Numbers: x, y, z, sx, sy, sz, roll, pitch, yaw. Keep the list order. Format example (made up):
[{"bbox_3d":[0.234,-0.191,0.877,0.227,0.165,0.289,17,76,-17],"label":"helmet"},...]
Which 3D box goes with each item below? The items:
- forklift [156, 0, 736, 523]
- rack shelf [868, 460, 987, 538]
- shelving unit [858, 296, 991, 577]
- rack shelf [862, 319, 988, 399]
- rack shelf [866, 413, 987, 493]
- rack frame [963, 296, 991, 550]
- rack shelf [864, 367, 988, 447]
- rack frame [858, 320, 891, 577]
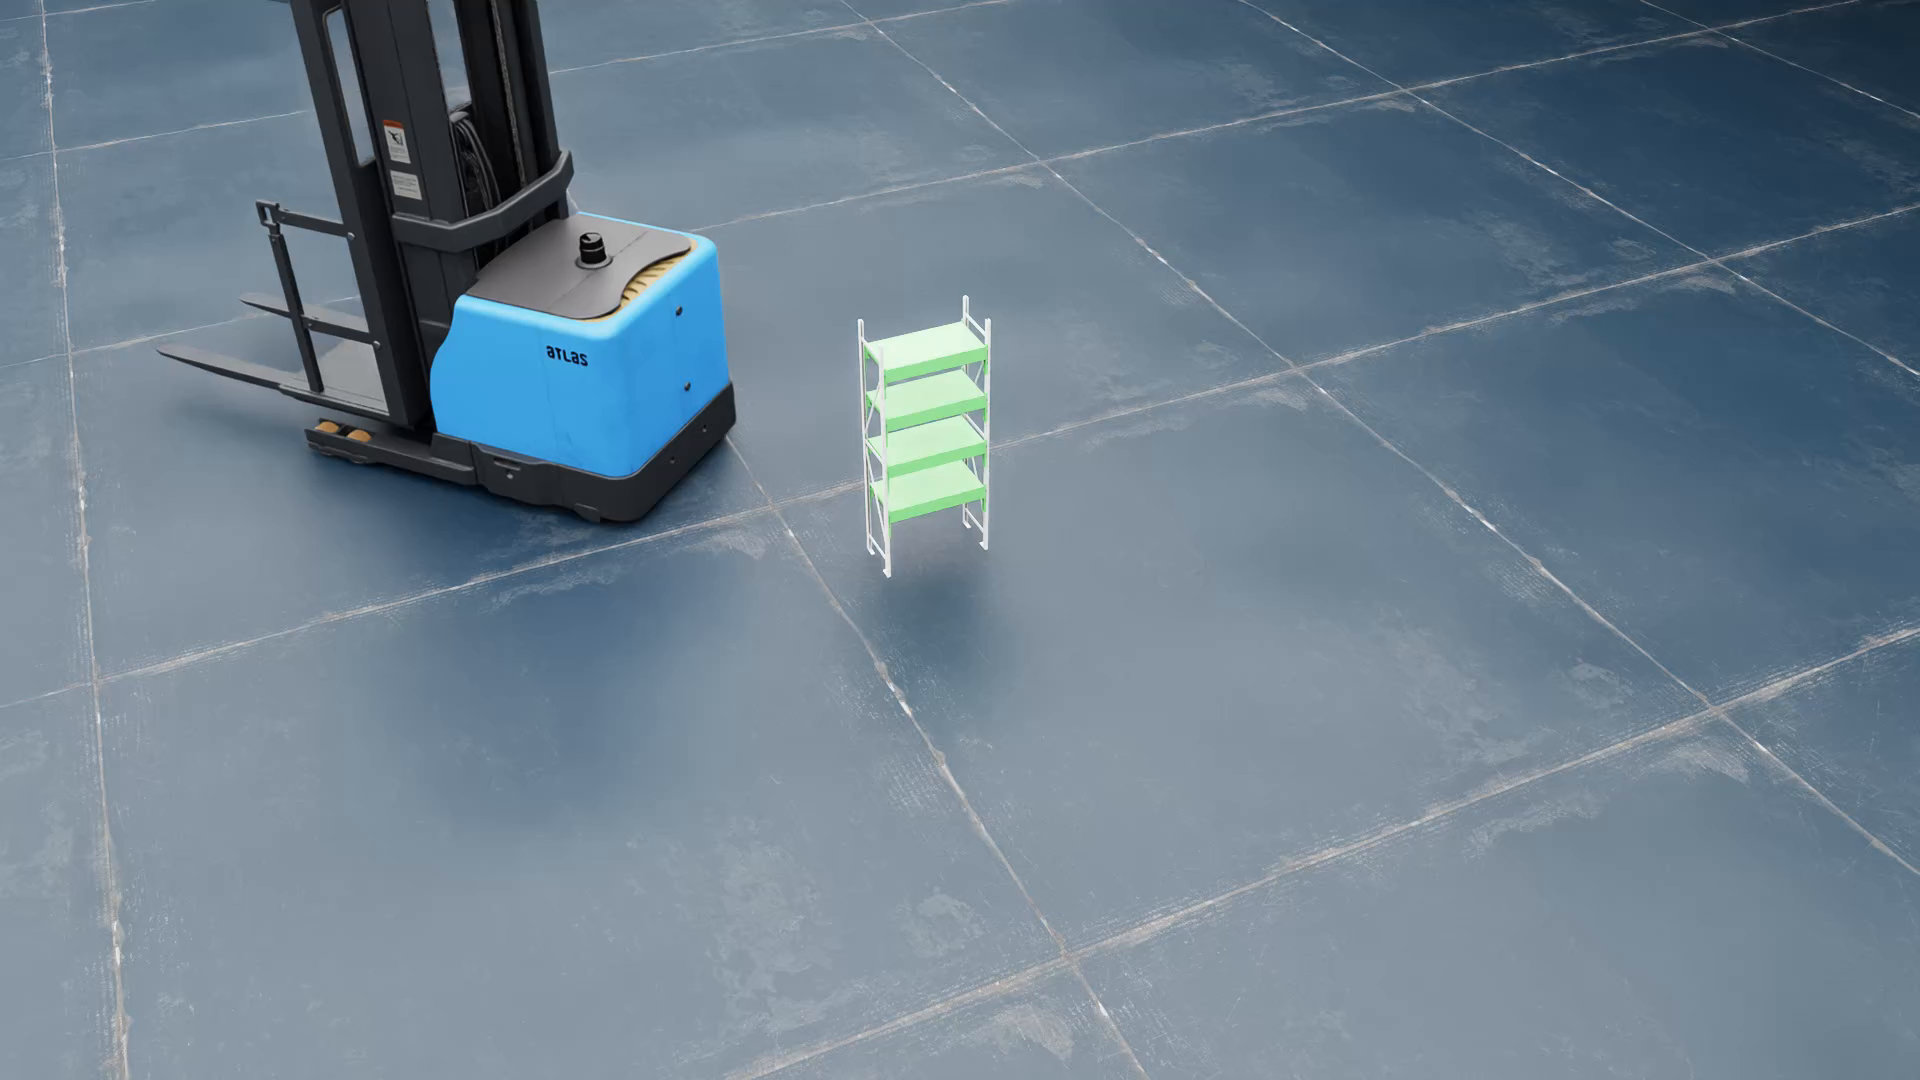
[{"bbox_3d":[-2.702,-1.827,7.753,3.031,2.935,1.130,14,39,18],"label":"forklift"},{"bbox_3d":[-0.150,-0.196,7.517,0.480,0.148,0.258,-16,39,-20],"label":"rack shelf"},{"bbox_3d":[-0.150,-0.440,7.336,0.503,1.200,0.258,-16,39,-20],"label":"shelving unit"},{"bbox_3d":[-0.150,-0.774,7.088,0.480,0.148,0.258,-16,39,-20],"label":"rack shelf"},{"bbox_3d":[-0.150,-0.389,7.374,0.480,0.148,0.258,-16,39,-20],"label":"rack shelf"},{"bbox_3d":[0.071,-0.502,7.419,0.015,1.200,0.240,-16,39,-20],"label":"rack frame"},{"bbox_3d":[-0.150,-0.581,7.231,0.480,0.148,0.258,-16,39,-20],"label":"rack shelf"},{"bbox_3d":[-0.371,-0.378,7.253,0.015,1.200,0.240,-16,39,-20],"label":"rack frame"}]
